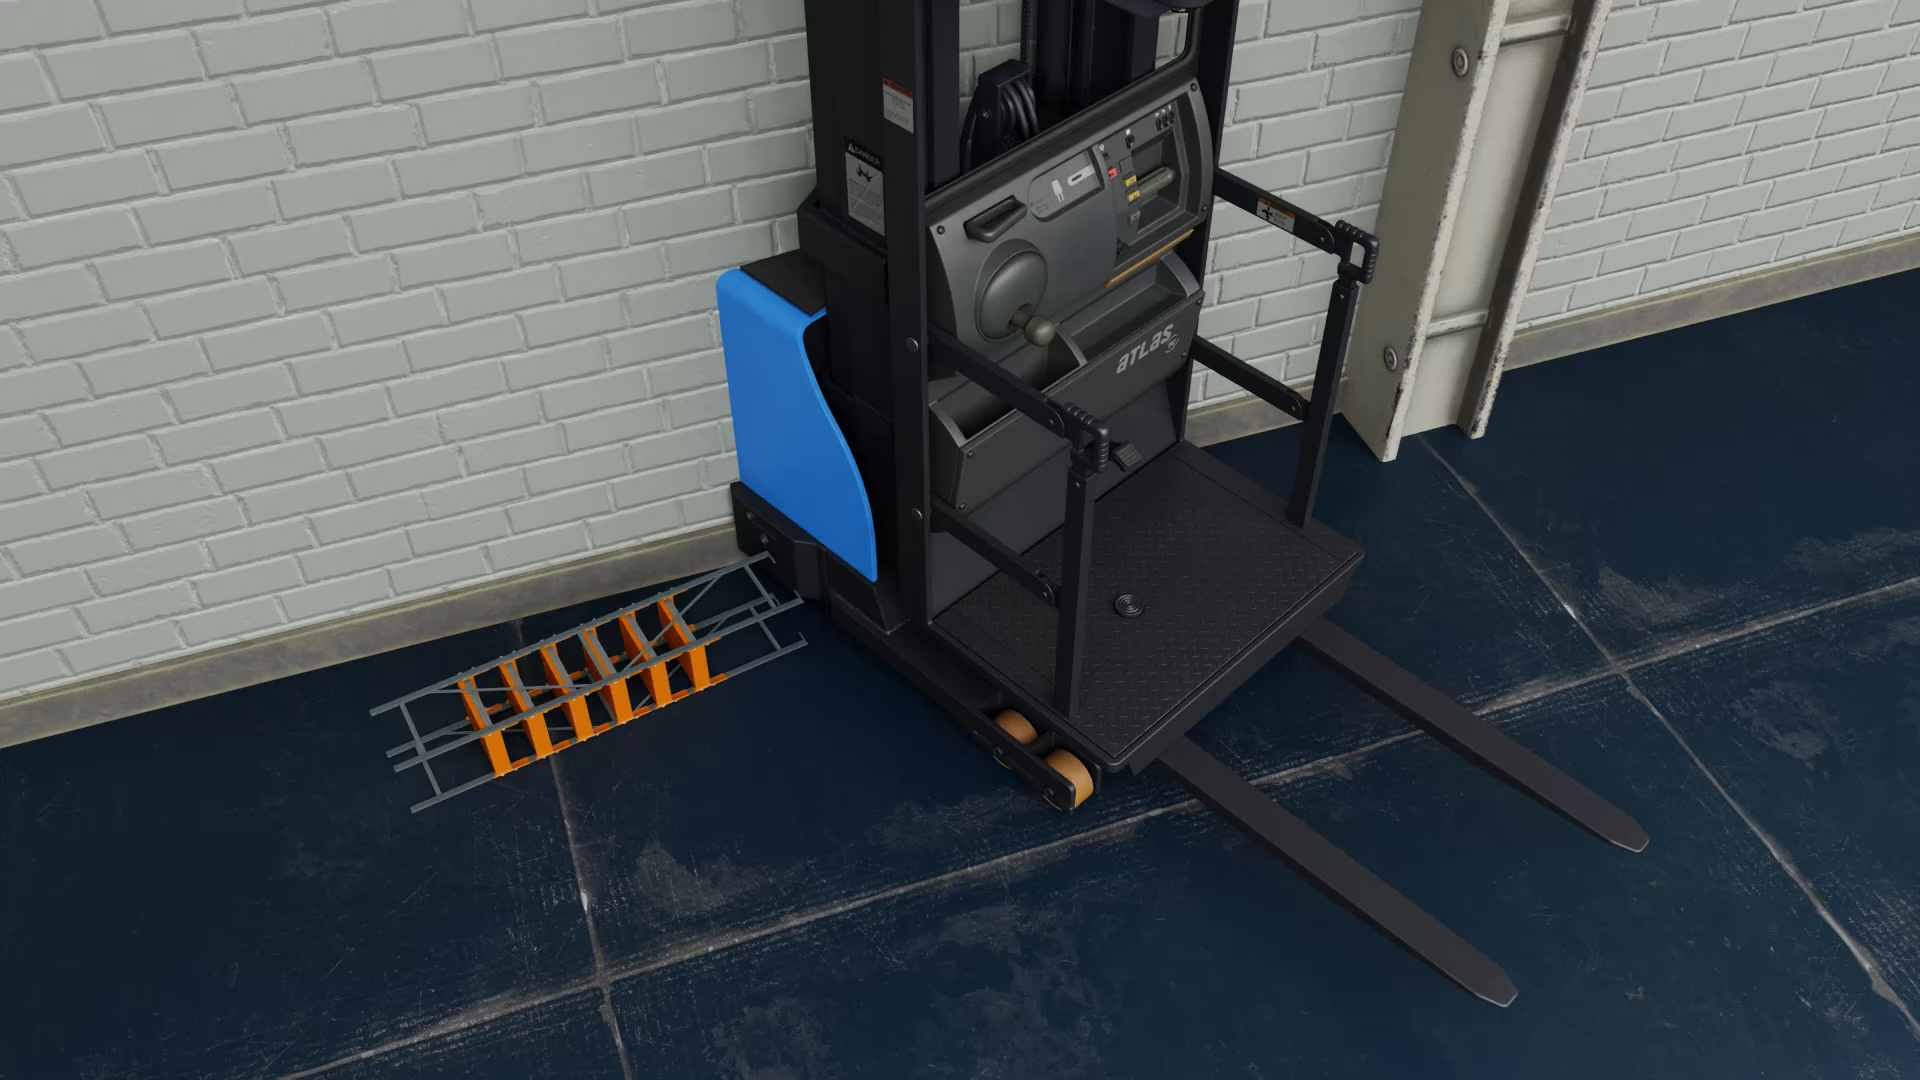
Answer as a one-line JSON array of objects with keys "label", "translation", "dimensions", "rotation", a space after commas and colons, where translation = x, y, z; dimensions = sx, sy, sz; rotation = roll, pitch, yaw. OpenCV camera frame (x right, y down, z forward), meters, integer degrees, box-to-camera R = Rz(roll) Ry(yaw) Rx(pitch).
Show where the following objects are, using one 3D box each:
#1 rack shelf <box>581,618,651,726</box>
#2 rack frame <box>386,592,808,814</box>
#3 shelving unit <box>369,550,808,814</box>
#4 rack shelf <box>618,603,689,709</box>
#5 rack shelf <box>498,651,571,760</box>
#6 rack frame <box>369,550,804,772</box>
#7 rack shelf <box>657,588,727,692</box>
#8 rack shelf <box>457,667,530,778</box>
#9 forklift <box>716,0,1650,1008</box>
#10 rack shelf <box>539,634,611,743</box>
[{"label": "rack shelf", "translation": [-0.991, 0.370, 4.744], "dimensions": [0.103, 0.180, 0.258], "rotation": [-23, 49, -21]}, {"label": "rack frame", "translation": [-1.029, 0.451, 4.793], "dimensions": [1.200, 0.006, 0.240], "rotation": [-23, 49, -21]}, {"label": "shelving unit", "translation": [-1.029, 0.386, 4.729], "dimensions": [1.200, 0.189, 0.258], "rotation": [-23, 49, -21]}, {"label": "rack shelf", "translation": [-0.887, 0.327, 4.788], "dimensions": [0.103, 0.180, 0.258], "rotation": [-23, 49, -21]}, {"label": "rack shelf", "translation": [-1.197, 0.456, 4.658], "dimensions": [0.103, 0.180, 0.258], "rotation": [-23, 49, -21]}, {"label": "rack frame", "translation": [-1.029, 0.321, 4.664], "dimensions": [1.200, 0.006, 0.240], "rotation": [-23, 49, -21]}, {"label": "rack shelf", "translation": [-0.784, 0.284, 4.831], "dimensions": [0.103, 0.180, 0.258], "rotation": [-23, 49, -21]}, {"label": "rack shelf", "translation": [-1.301, 0.500, 4.615], "dimensions": [0.103, 0.180, 0.258], "rotation": [-23, 49, -21]}, {"label": "forklift", "translation": [0.438, -0.721, 3.899], "dimensions": [1.130, 2.935, 3.031], "rotation": [-35, 55, -30]}, {"label": "rack shelf", "translation": [-1.094, 0.413, 4.701], "dimensions": [0.103, 0.180, 0.258], "rotation": [-23, 49, -21]}]
